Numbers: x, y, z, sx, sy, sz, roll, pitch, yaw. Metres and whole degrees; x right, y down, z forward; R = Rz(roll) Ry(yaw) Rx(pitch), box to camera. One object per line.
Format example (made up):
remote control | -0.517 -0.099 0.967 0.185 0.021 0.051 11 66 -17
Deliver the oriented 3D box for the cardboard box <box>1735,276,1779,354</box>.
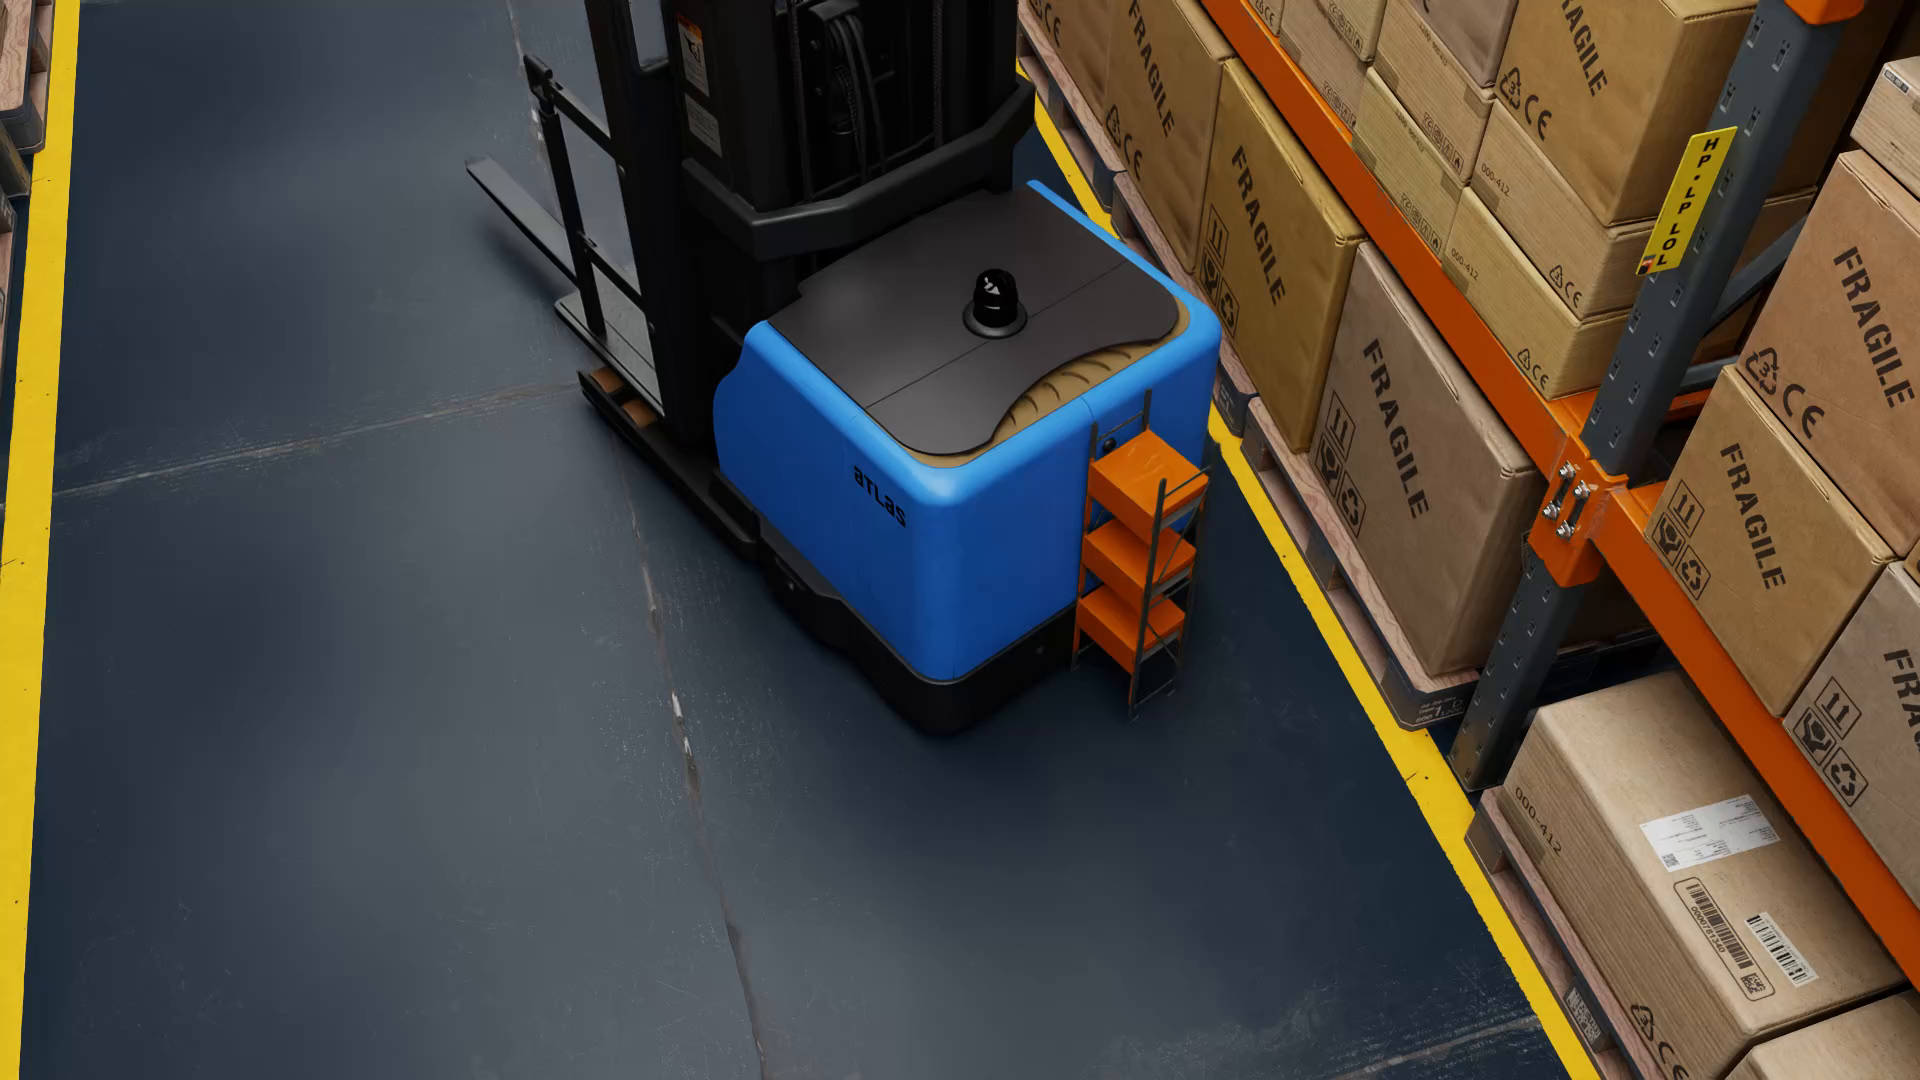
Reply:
cardboard box | 1.997 -0.745 4.014 0.500 0.250 0.500 -14 51 -12

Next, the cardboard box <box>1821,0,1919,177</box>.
cardboard box | 2.020 -1.153 3.541 0.500 0.500 0.500 -13 51 -11

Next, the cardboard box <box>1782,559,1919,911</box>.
cardboard box | 1.909 0.326 2.948 0.500 0.500 0.500 -13 51 -11

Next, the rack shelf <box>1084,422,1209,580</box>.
rack shelf | 0.483 -0.100 4.291 0.215 0.259 0.240 -32 57 -24

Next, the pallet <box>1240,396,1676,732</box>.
pallet | 1.575 -0.060 5.162 1.003 0.211 1.213 -13 51 -11

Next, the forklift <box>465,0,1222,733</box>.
forklift | -0.614 -1.469 4.571 1.130 2.935 3.031 -32 57 -24

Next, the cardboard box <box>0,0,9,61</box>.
cardboard box | -4.220 -2.037 6.284 0.875 0.625 0.625 -12 51 -10

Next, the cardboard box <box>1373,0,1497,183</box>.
cardboard box | 1.358 -1.155 4.033 0.500 0.250 0.500 -12 51 -10

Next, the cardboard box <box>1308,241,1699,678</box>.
cardboard box | 1.615 -0.297 4.654 0.875 0.875 0.875 -12 51 -10

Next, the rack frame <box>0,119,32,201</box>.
rack frame | -4.048 -2.208 5.150 1.000 3.000 0.127 -13 51 -11

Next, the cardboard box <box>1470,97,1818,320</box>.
cardboard box | 1.513 -0.792 3.727 0.500 0.250 0.500 -13 51 -11

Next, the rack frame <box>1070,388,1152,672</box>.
rack frame | 0.406 0.004 4.560 0.200 1.050 0.008 -32 57 -24

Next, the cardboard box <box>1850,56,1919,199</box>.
cardboard box | 1.721 -0.686 2.723 0.380 0.149 0.250 -14 51 -12

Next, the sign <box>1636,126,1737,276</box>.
sign | 1.360 -0.630 3.114 0.100 0.325 0.005 -13 51 -11

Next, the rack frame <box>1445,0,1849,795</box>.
rack frame | 1.875 -0.412 3.635 1.000 3.000 0.127 -13 51 -11

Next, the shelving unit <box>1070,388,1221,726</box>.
shelving unit | 0.483 0.076 4.499 0.215 1.050 0.252 -32 57 -24

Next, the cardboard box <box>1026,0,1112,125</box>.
cardboard box | 0.817 -2.261 6.309 0.875 0.875 0.875 -14 51 -11

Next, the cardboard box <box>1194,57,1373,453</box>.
cardboard box | 1.341 -0.955 5.208 0.875 0.875 0.875 -12 51 -10

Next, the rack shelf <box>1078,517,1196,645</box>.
rack shelf | 0.483 0.083 4.508 0.215 0.259 0.240 -32 57 -24

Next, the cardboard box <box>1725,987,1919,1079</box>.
cardboard box | 2.224 1.415 3.496 0.875 0.438 0.875 -15 51 -12

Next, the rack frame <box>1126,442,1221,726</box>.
rack frame | 0.560 0.148 4.439 0.200 1.050 0.008 -32 57 -24

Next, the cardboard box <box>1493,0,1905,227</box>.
cardboard box | 1.503 -1.036 3.442 0.500 0.500 0.500 -12 51 -10

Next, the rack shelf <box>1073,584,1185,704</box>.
rack shelf | 0.483 0.262 4.720 0.215 0.259 0.240 -32 57 -24

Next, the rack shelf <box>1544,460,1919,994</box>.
rack shelf | 2.467 1.281 2.679 1.077 0.370 4.000 -13 51 -11

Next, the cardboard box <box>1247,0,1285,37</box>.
cardboard box | 1.064 -1.756 4.866 0.500 0.250 0.500 -13 51 -11

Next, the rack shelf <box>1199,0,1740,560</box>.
rack shelf | 1.284 -1.641 5.142 1.077 0.370 4.000 -13 51 -11

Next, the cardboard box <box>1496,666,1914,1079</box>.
cardboard box | 1.958 0.761 4.047 0.875 0.438 0.875 -14 51 -12

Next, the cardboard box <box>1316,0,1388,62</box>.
cardboard box | 1.199 -1.532 4.351 0.500 0.250 0.500 -12 51 -10

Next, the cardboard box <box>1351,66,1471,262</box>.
cardboard box | 1.352 -1.007 4.235 0.500 0.250 0.500 -14 51 -11

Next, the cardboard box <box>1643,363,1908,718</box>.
cardboard box | 1.764 -0.042 3.258 0.500 0.500 0.500 -12 51 -10

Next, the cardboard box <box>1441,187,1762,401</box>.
cardboard box | 1.502 -0.634 3.921 0.500 0.250 0.500 -14 51 -12

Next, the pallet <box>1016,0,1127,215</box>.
pallet | 0.853 -1.842 6.665 1.003 0.211 1.213 -13 51 -11

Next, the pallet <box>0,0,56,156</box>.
pallet | -4.254 -1.920 6.730 1.003 0.211 1.213 -13 51 -11

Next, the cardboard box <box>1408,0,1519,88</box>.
cardboard box | 1.343 -1.412 3.759 0.500 0.500 0.500 -12 51 -10

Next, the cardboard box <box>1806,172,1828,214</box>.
cardboard box | 2.015 -0.910 3.826 0.500 0.250 0.500 -15 51 -12

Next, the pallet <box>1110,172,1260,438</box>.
pallet | 1.211 -0.952 5.915 1.003 0.211 1.213 -13 51 -11

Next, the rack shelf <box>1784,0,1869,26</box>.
rack shelf | 2.467 0.314 1.532 1.077 0.370 4.000 -13 51 -11

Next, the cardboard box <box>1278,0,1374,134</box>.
cardboard box | 1.221 -1.379 4.549 0.500 0.250 0.500 -15 51 -12

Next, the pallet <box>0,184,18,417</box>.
pallet | -3.864 -0.756 5.749 1.003 0.211 1.213 -13 51 -11

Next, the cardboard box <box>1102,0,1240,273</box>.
cardboard box | 1.077 -1.608 5.759 0.875 0.875 0.875 -13 51 -11

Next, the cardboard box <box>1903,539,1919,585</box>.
cardboard box | 1.928 0.006 2.563 0.500 0.500 0.500 -14 51 -11

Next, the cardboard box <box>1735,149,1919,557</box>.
cardboard box | 1.785 -0.364 2.876 0.500 0.500 0.500 -13 51 -11

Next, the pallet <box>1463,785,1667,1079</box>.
pallet | 2.025 1.060 4.218 1.003 0.211 1.213 -13 51 -11
